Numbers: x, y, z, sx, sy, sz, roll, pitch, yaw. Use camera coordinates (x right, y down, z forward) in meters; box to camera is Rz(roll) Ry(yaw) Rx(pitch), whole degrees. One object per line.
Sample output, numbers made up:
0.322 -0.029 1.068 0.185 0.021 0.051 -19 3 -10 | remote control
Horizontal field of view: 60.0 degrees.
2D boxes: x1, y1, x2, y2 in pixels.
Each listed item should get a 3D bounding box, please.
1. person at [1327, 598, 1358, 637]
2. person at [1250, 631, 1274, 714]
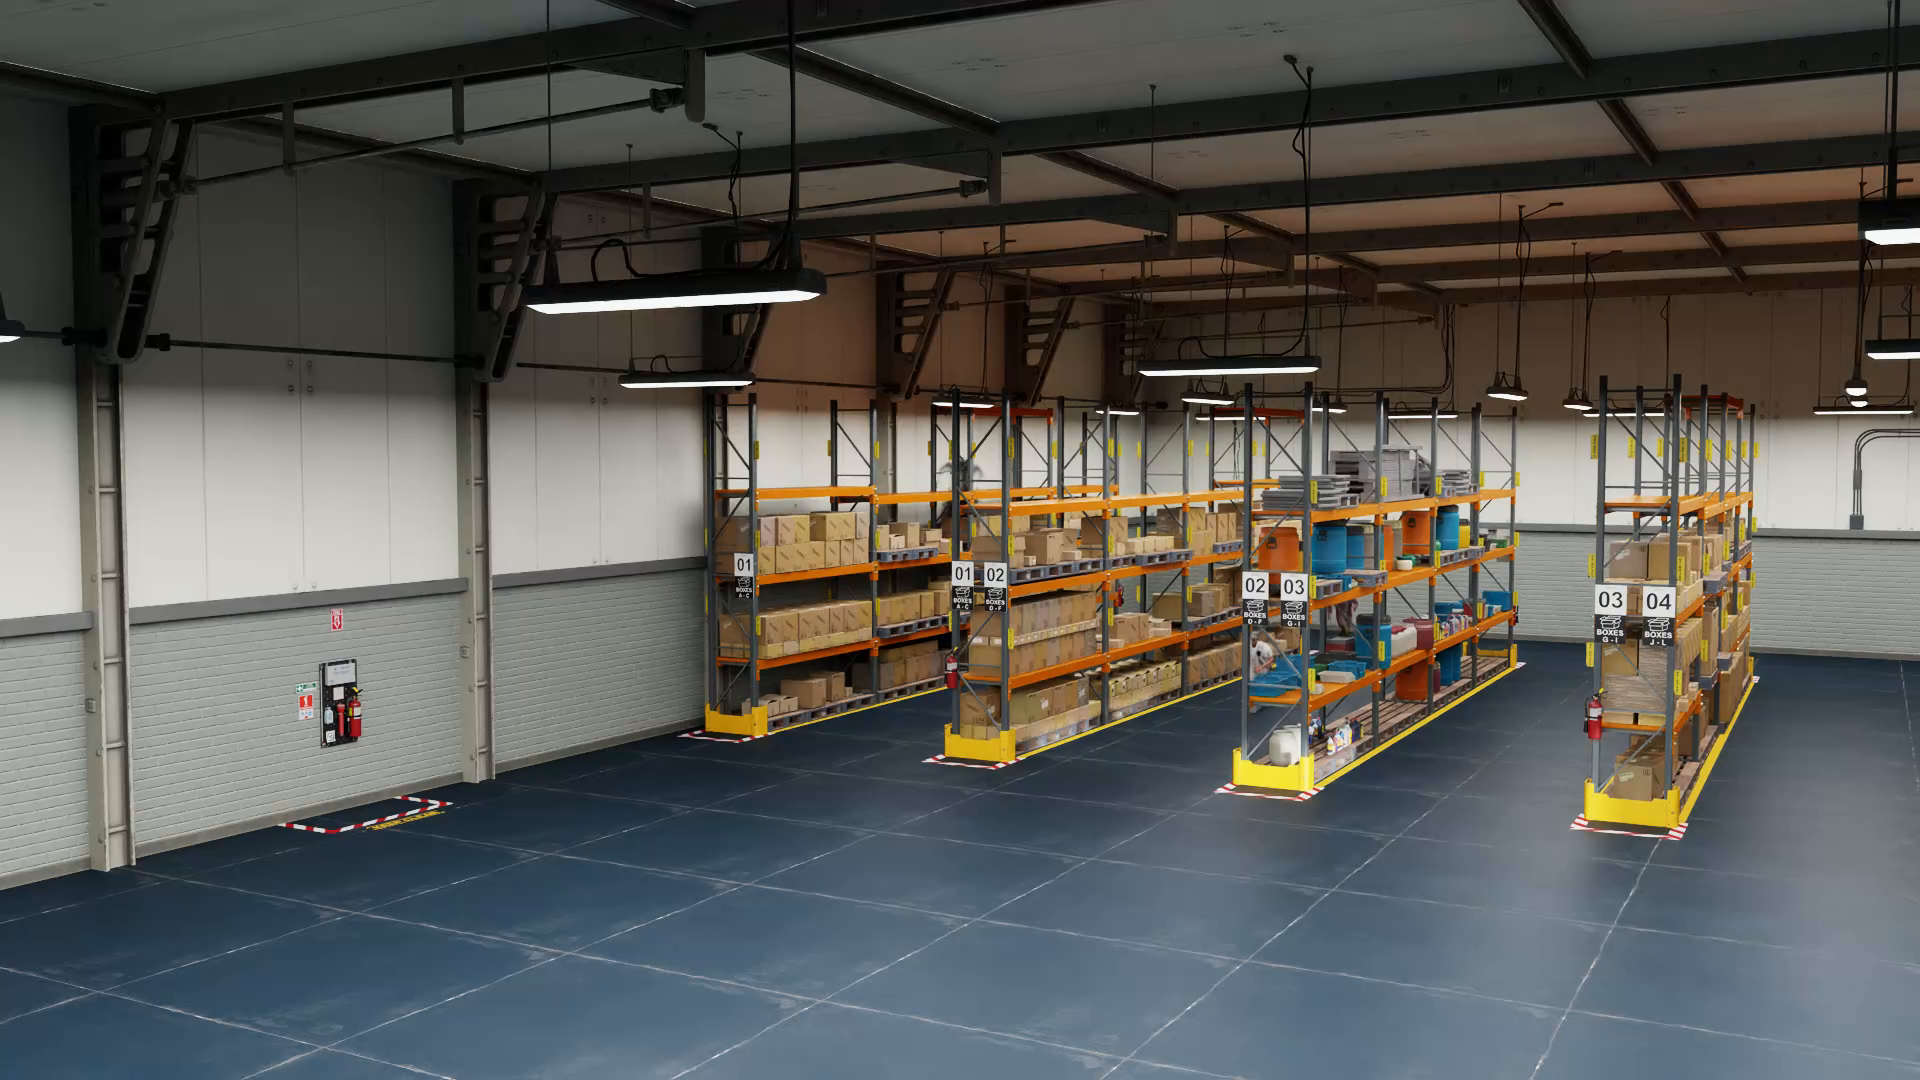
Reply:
9.424 1.912 40.985 0.688 1.771 0.978 -1 3 -19 | person
5.770 2.500 31.840 0.663 1.591 1.070 2 4 32 | person
